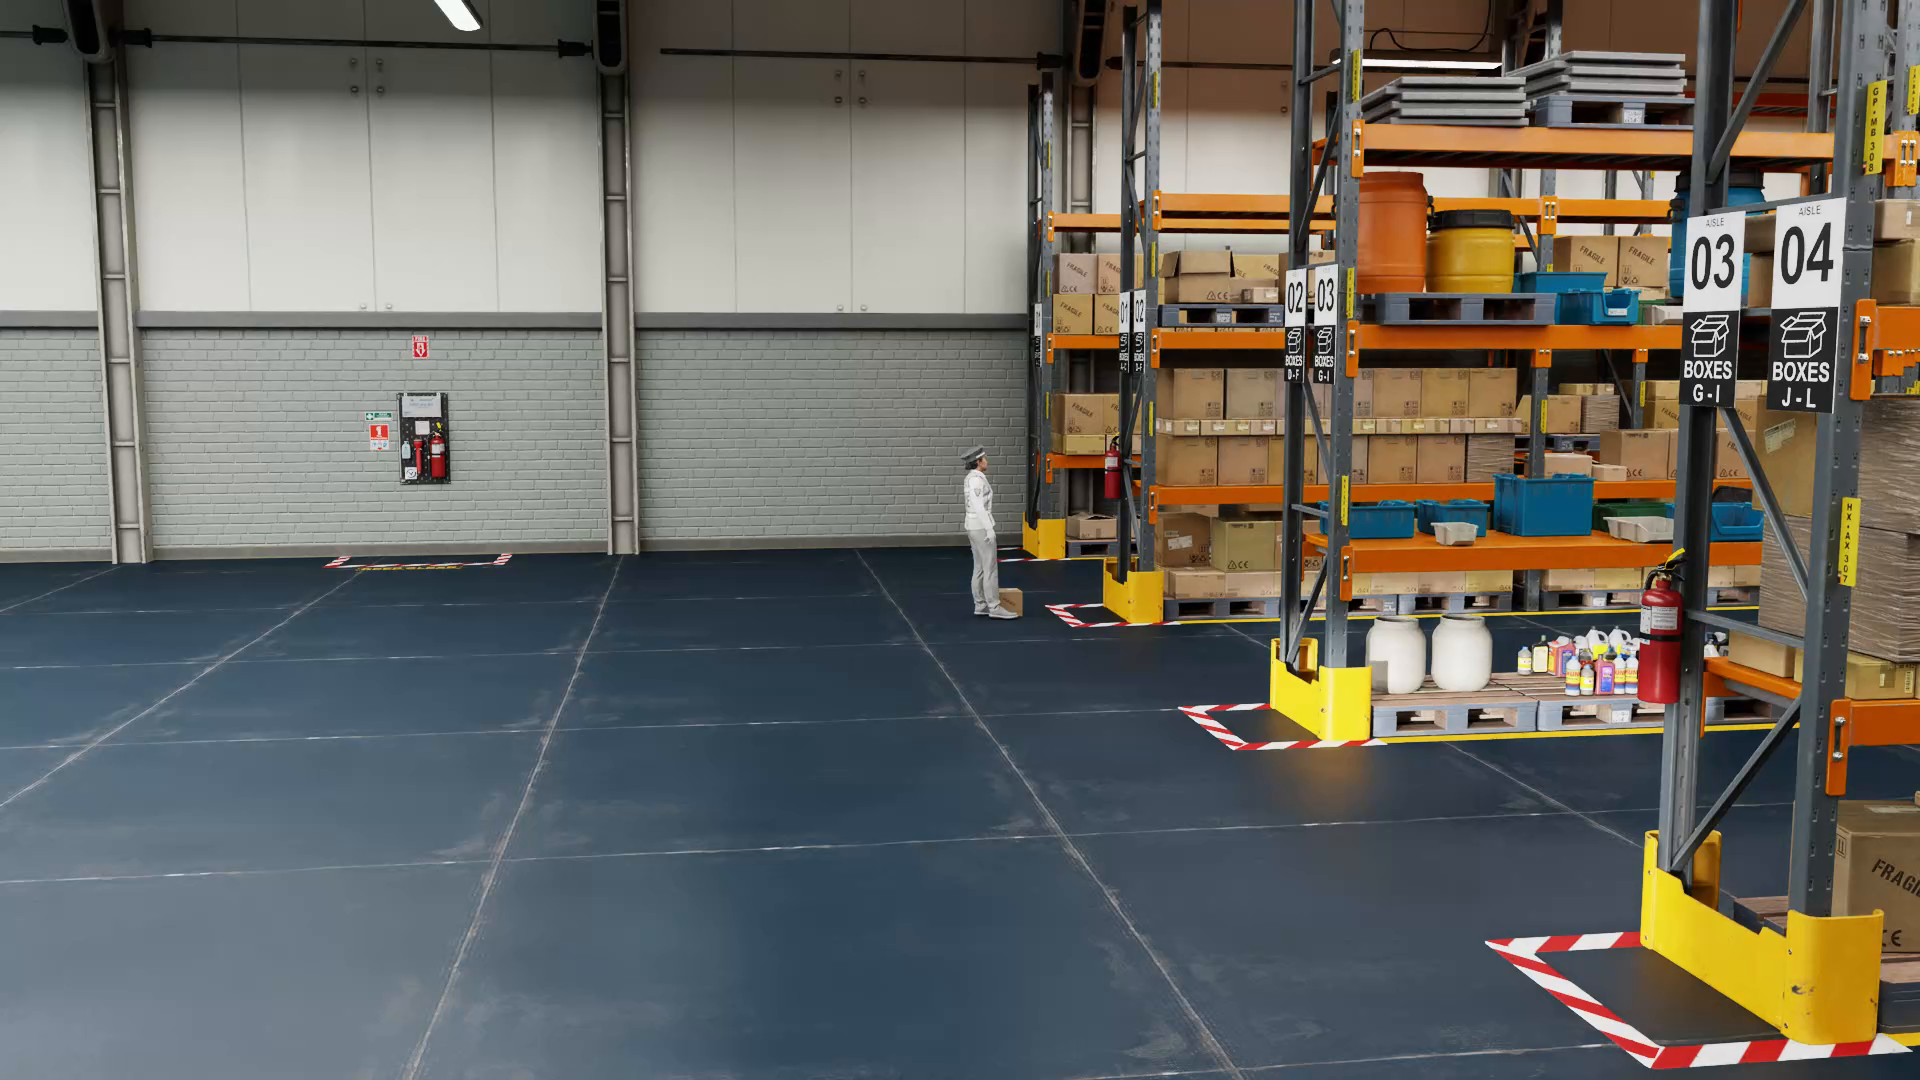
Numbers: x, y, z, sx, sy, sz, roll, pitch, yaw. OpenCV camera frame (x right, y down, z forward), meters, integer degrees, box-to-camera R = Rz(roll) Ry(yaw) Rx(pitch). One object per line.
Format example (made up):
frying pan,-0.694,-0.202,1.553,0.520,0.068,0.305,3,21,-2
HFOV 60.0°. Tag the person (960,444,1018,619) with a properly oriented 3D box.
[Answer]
person,0.274,-0.095,16.437,0.533,1.697,0.588,-1,7,-9
